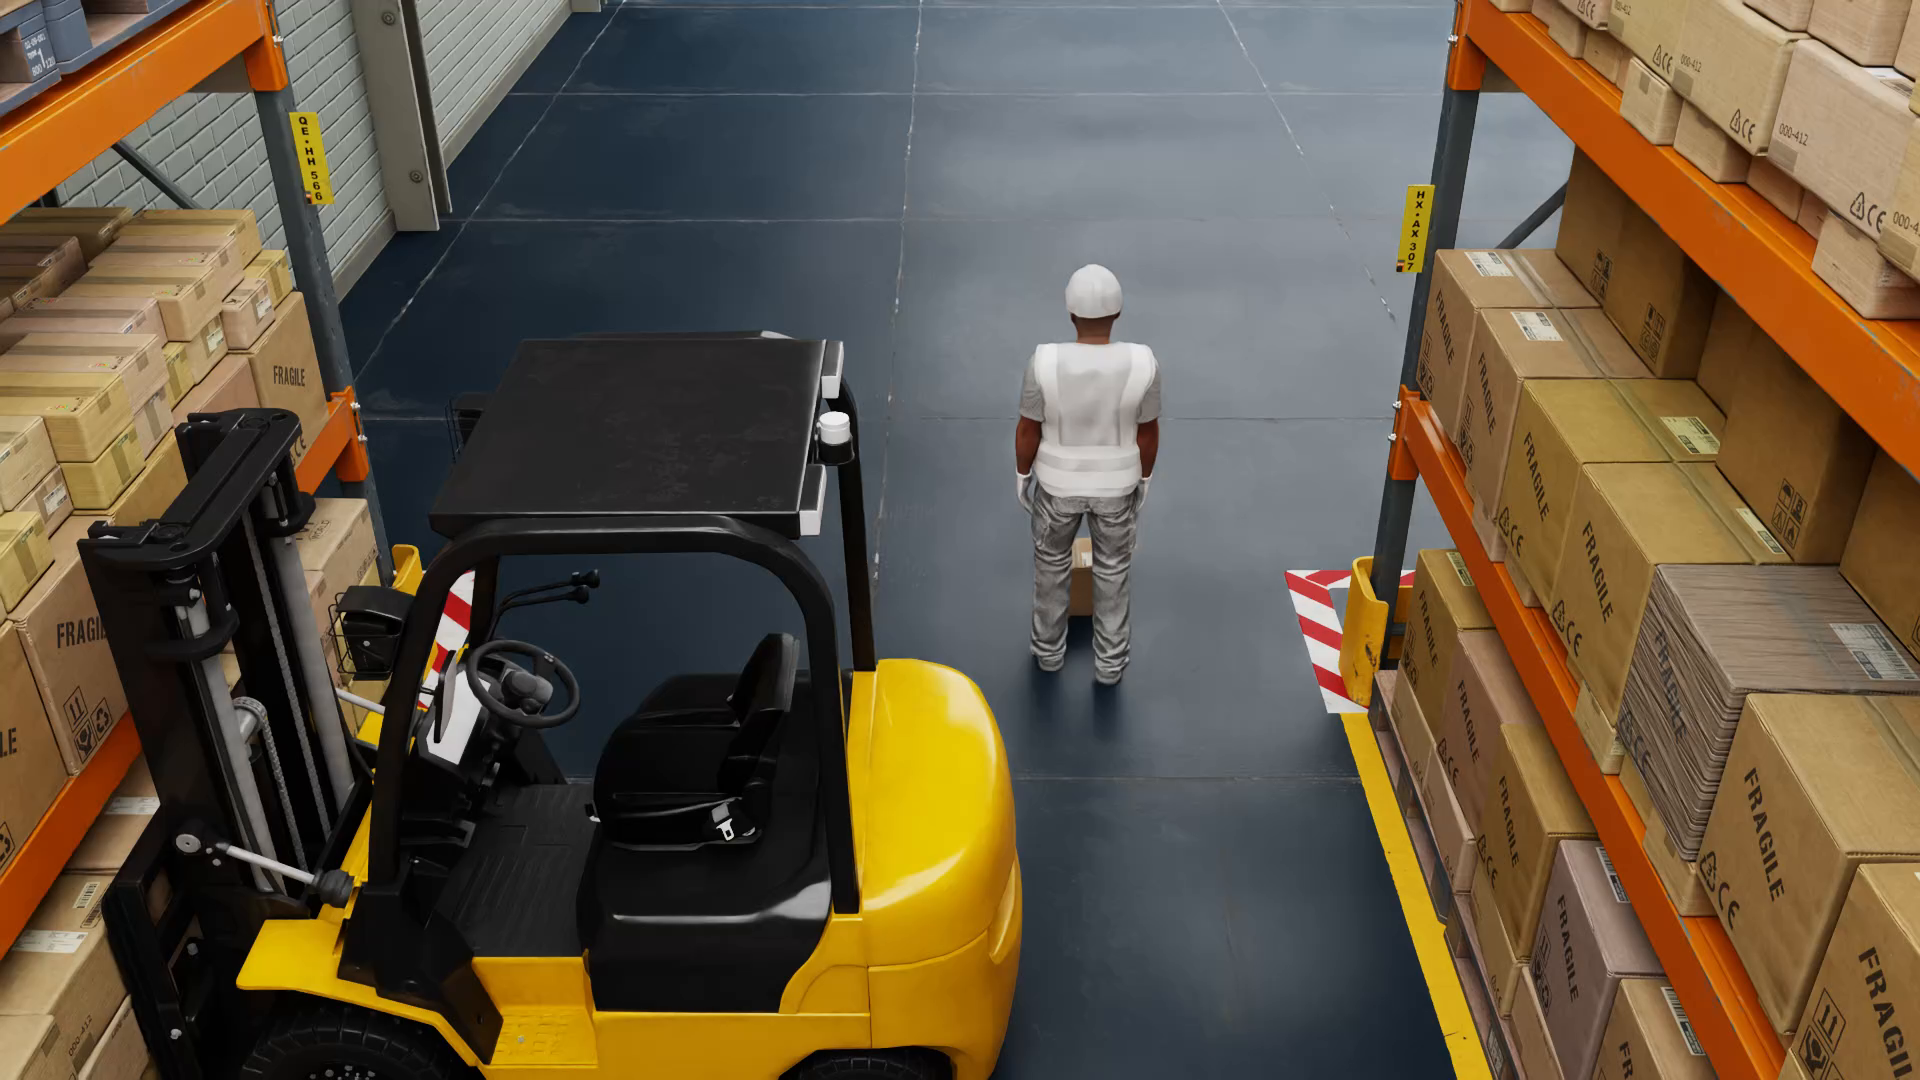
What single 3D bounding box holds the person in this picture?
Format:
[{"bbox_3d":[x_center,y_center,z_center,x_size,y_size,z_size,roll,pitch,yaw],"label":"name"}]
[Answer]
[{"bbox_3d":[0.489,-0.253,6.538,0.550,1.787,0.419,0,31,1],"label":"person"}]
